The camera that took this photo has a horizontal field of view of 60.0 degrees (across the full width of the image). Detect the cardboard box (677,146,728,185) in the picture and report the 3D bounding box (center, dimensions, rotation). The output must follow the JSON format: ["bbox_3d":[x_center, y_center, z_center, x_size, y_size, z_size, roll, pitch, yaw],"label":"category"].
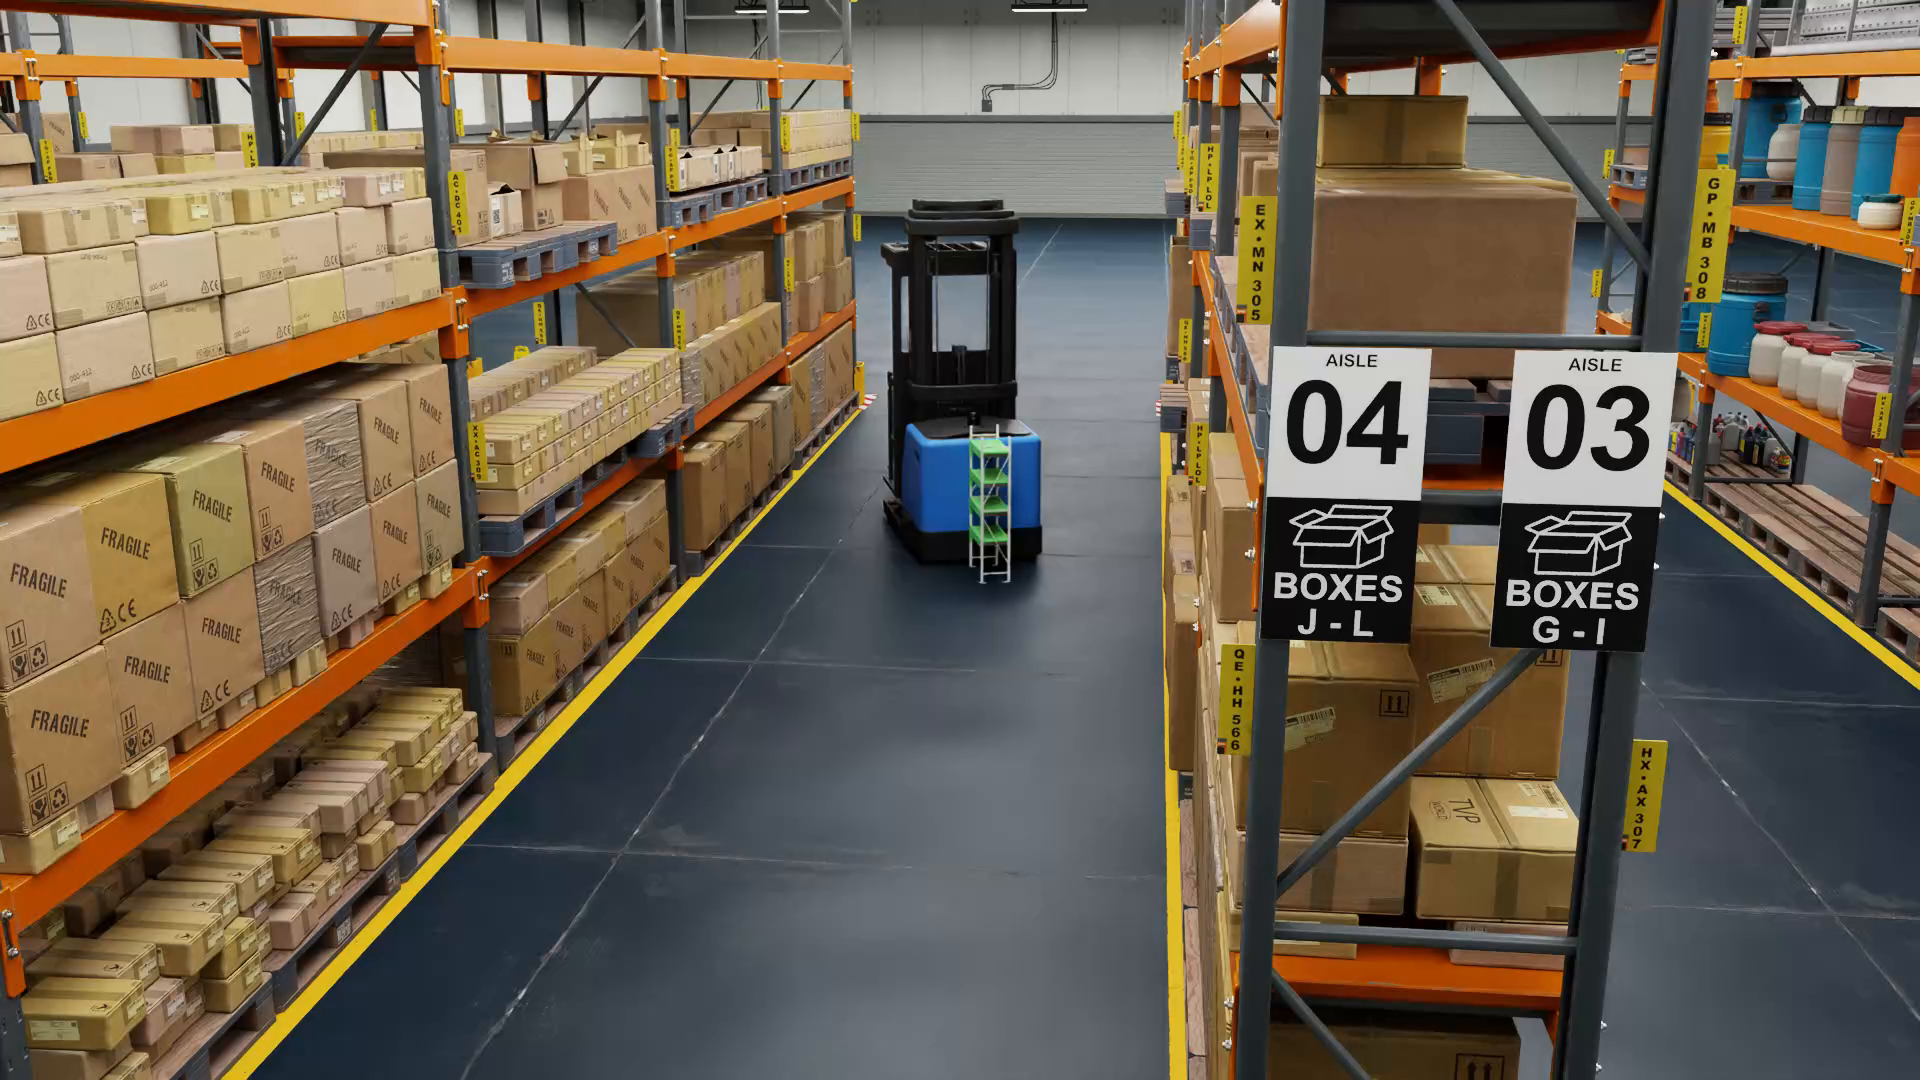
[{"bbox_3d":[-2.294,-3.211,14.220,0.500,0.311,0.500,1,15,5],"label":"cardboard box"}]

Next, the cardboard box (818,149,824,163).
[{"bbox_3d":[-1.707,-4.205,18.206,0.380,0.149,0.250,2,15,7],"label":"cardboard box"}]

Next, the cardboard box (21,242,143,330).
[{"bbox_3d":[-3.245,-0.895,5.808,0.500,0.250,0.500,2,15,6],"label":"cardboard box"}]

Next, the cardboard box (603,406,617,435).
[{"bbox_3d":[-2.484,-0.793,10.955,0.380,0.149,0.250,1,15,5],"label":"cardboard box"}]

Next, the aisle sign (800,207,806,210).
[{"bbox_3d":[-2.096,-4.468,20.459,0.394,0.787,0.004,2,15,6],"label":"aisle sign"}]

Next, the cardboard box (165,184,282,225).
[{"bbox_3d":[-3.052,-1.391,6.880,0.380,0.149,0.250,1,15,5],"label":"cardboard box"}]

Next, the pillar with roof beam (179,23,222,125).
[{"bbox_3d":[-7.687,-7.622,25.611,9.100,9.000,0.400,2,15,6],"label":"pillar with roof beam"}]

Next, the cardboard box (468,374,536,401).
[{"bbox_3d":[-3.100,-1.025,11.242,0.380,0.149,0.250,2,15,8],"label":"cardboard box"}]

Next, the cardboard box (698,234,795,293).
[{"bbox_3d":[-2.181,-2.837,17.051,0.875,0.550,0.550,2,15,6],"label":"cardboard box"}]

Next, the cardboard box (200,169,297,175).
[{"bbox_3d":[-3.497,-1.745,8.188,0.380,0.149,0.250,1,15,4],"label":"cardboard box"}]

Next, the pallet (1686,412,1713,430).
[{"bbox_3d":[7.974,-1.290,19.029,1.003,0.211,1.213,2,15,6],"label":"pallet"}]

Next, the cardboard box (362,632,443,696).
[{"bbox_3d":[-3.326,0.731,10.197,0.500,0.500,0.500,1,15,5],"label":"cardboard box"}]

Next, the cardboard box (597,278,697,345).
[{"bbox_3d":[-2.592,-1.889,13.796,0.700,0.500,0.500,1,15,5],"label":"cardboard box"}]

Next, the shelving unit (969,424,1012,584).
[{"bbox_3d":[0.241,-0.293,13.449,0.258,1.200,0.503,-3,15,-10],"label":"shelving unit"}]

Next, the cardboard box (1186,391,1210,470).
[{"bbox_3d":[1.827,-0.735,11.443,0.500,0.500,0.500,1,15,5],"label":"cardboard box"}]

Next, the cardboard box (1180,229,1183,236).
[{"bbox_3d":[2.492,-2.905,16.983,0.500,0.500,0.500,2,15,6],"label":"cardboard box"}]

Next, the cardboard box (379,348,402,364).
[{"bbox_3d":[-6.743,-1.924,19.058,0.500,0.500,0.500,3,15,9],"label":"cardboard box"}]

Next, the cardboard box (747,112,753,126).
[{"bbox_3d":[-2.419,-4.478,17.688,0.380,0.149,0.250,2,15,6],"label":"cardboard box"}]

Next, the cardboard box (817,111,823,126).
[{"bbox_3d":[-1.707,-4.590,18.102,0.380,0.149,0.250,2,15,6],"label":"cardboard box"}]

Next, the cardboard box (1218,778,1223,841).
[{"bbox_3d":[1.105,0.958,5.855,0.380,0.149,0.250,2,15,7],"label":"cardboard box"}]

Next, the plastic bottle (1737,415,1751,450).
[{"bbox_3d":[8.154,-1.120,17.291,0.144,0.351,0.185,2,15,6],"label":"plastic bottle"}]

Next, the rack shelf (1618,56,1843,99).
[{"bbox_3d":[7.807,-4.705,16.966,1.077,0.370,4.000,2,15,6],"label":"rack shelf"}]

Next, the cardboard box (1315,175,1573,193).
[{"bbox_3d":[1.495,-0.890,5.273,0.700,0.500,0.500,1,15,4],"label":"cardboard box"}]

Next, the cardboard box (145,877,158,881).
[{"bbox_3d":[-3.685,1.513,7.408,0.380,0.149,0.250,2,15,9],"label":"cardboard box"}]

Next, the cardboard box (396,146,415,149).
[{"bbox_3d":[-6.637,-4.419,19.229,0.500,0.250,0.500,2,15,8],"label":"cardboard box"}]

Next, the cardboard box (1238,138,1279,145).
[{"bbox_3d":[2.211,-2.479,11.335,0.797,0.503,0.637,3,15,10],"label":"cardboard box"}]

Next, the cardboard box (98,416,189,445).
[{"bbox_3d":[-3.643,-0.241,7.128,0.500,0.500,0.500,1,15,4],"label":"cardboard box"}]

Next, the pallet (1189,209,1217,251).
[{"bbox_3d":[2.189,-2.127,11.397,1.213,0.211,1.003,2,15,9],"label":"pallet"}]

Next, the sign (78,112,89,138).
[{"bbox_3d":[-11.130,-5.268,21.108,0.100,0.325,0.005,2,15,6],"label":"sign"}]

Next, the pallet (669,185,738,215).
[{"bbox_3d":[-2.565,-2.927,14.354,1.003,0.211,1.213,2,15,9],"label":"pallet"}]

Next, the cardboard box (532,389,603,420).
[{"bbox_3d":[-2.513,-0.866,10.656,0.380,0.149,0.250,2,15,8],"label":"cardboard box"}]

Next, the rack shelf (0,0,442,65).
[{"bbox_3d":[-3.385,-2.102,6.581,1.077,0.370,4.000,2,15,6],"label":"rack shelf"}]

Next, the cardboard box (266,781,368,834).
[{"bbox_3d":[-3.015,1.253,7.799,0.380,0.149,0.250,1,15,4],"label":"cardboard box"}]

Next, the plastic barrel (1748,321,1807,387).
[{"bbox_3d":[7.255,-1.654,14.773,0.433,0.535,0.433,0,15,0],"label":"plastic barrel"}]

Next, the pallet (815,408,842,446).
[{"bbox_3d":[-1.958,-1.315,19.120,1.003,0.211,1.213,2,15,6],"label":"pallet"}]

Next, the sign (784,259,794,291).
[{"bbox_3d":[-1.717,-2.656,16.671,0.100,0.325,0.005,2,15,6],"label":"sign"}]

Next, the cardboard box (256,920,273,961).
[{"bbox_3d":[-3.193,1.744,7.123,0.380,0.149,0.250,2,15,6],"label":"cardboard box"}]

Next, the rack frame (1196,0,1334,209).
[{"bbox_3d":[2.209,-3.835,11.604,1.000,3.000,0.127,2,15,6],"label":"rack frame"}]

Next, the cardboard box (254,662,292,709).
[{"bbox_3d":[-3.123,0.605,7.161,0.380,0.149,0.250,2,15,8],"label":"cardboard box"}]

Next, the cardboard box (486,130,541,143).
[{"bbox_3d":[-3.076,-2.679,11.419,0.396,0.266,0.258,2,15,6],"label":"cardboard box"}]

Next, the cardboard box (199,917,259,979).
[{"bbox_3d":[-3.133,1.667,6.839,0.380,0.149,0.250,2,15,8],"label":"cardboard box"}]

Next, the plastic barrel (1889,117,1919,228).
[{"bbox_3d":[7.512,-2.824,12.792,0.600,0.830,0.708,2,15,6],"label":"plastic barrel"}]

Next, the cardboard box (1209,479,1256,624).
[{"bbox_3d":[1.332,0.045,7.031,0.500,0.500,0.500,1,15,4],"label":"cardboard box"}]

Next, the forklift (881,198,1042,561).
[{"bbox_3d":[-0.097,-1.584,14.906,1.130,2.935,3.031,-3,15,-11],"label":"forklift"}]

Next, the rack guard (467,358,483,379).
[{"bbox_3d":[-6.744,-2.079,21.394,1.175,0.500,0.348,2,15,6],"label":"rack guard"}]

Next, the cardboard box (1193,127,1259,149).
[{"bbox_3d":[2.061,-2.941,12.895,0.500,0.500,0.500,2,15,6],"label":"cardboard box"}]

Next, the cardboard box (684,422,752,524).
[{"bbox_3d":[-2.455,-0.610,14.677,1.050,0.750,0.750,2,15,7],"label":"cardboard box"}]

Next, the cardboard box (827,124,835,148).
[{"bbox_3d":[-1.698,-4.561,18.758,0.500,0.250,0.500,2,15,6],"label":"cardboard box"}]

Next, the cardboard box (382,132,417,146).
[{"bbox_3d":[-6.638,-4.724,19.593,0.380,0.149,0.250,2,15,7],"label":"cardboard box"}]

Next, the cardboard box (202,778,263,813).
[{"bbox_3d":[-3.539,1.238,7.856,0.380,0.149,0.250,1,15,4],"label":"cardboard box"}]

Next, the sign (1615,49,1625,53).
[{"bbox_3d":[7.487,-5.680,18.829,0.100,0.325,0.005,2,15,6],"label":"sign"}]

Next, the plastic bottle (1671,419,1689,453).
[{"bbox_3d":[7.426,-1.073,17.116,0.144,0.351,0.185,2,15,6],"label":"plastic bottle"}]

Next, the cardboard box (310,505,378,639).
[{"bbox_3d":[-3.051,0.132,7.666,0.500,0.500,0.500,2,15,6],"label":"cardboard box"}]

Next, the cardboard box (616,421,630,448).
[{"bbox_3d":[-2.457,-0.719,11.250,0.380,0.149,0.250,2,15,8],"label":"cardboard box"}]

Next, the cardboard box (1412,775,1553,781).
[{"bbox_3d":[1.680,0.813,5.625,0.500,0.250,0.500,2,15,6],"label":"cardboard box"}]

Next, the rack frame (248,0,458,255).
[{"bbox_3d":[-3.160,-2.970,8.405,1.000,3.000,0.127,2,15,6],"label":"rack frame"}]

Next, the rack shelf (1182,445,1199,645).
[{"bbox_3d":[1.983,-0.073,10.563,1.077,0.370,4.000,2,15,6],"label":"rack shelf"}]
